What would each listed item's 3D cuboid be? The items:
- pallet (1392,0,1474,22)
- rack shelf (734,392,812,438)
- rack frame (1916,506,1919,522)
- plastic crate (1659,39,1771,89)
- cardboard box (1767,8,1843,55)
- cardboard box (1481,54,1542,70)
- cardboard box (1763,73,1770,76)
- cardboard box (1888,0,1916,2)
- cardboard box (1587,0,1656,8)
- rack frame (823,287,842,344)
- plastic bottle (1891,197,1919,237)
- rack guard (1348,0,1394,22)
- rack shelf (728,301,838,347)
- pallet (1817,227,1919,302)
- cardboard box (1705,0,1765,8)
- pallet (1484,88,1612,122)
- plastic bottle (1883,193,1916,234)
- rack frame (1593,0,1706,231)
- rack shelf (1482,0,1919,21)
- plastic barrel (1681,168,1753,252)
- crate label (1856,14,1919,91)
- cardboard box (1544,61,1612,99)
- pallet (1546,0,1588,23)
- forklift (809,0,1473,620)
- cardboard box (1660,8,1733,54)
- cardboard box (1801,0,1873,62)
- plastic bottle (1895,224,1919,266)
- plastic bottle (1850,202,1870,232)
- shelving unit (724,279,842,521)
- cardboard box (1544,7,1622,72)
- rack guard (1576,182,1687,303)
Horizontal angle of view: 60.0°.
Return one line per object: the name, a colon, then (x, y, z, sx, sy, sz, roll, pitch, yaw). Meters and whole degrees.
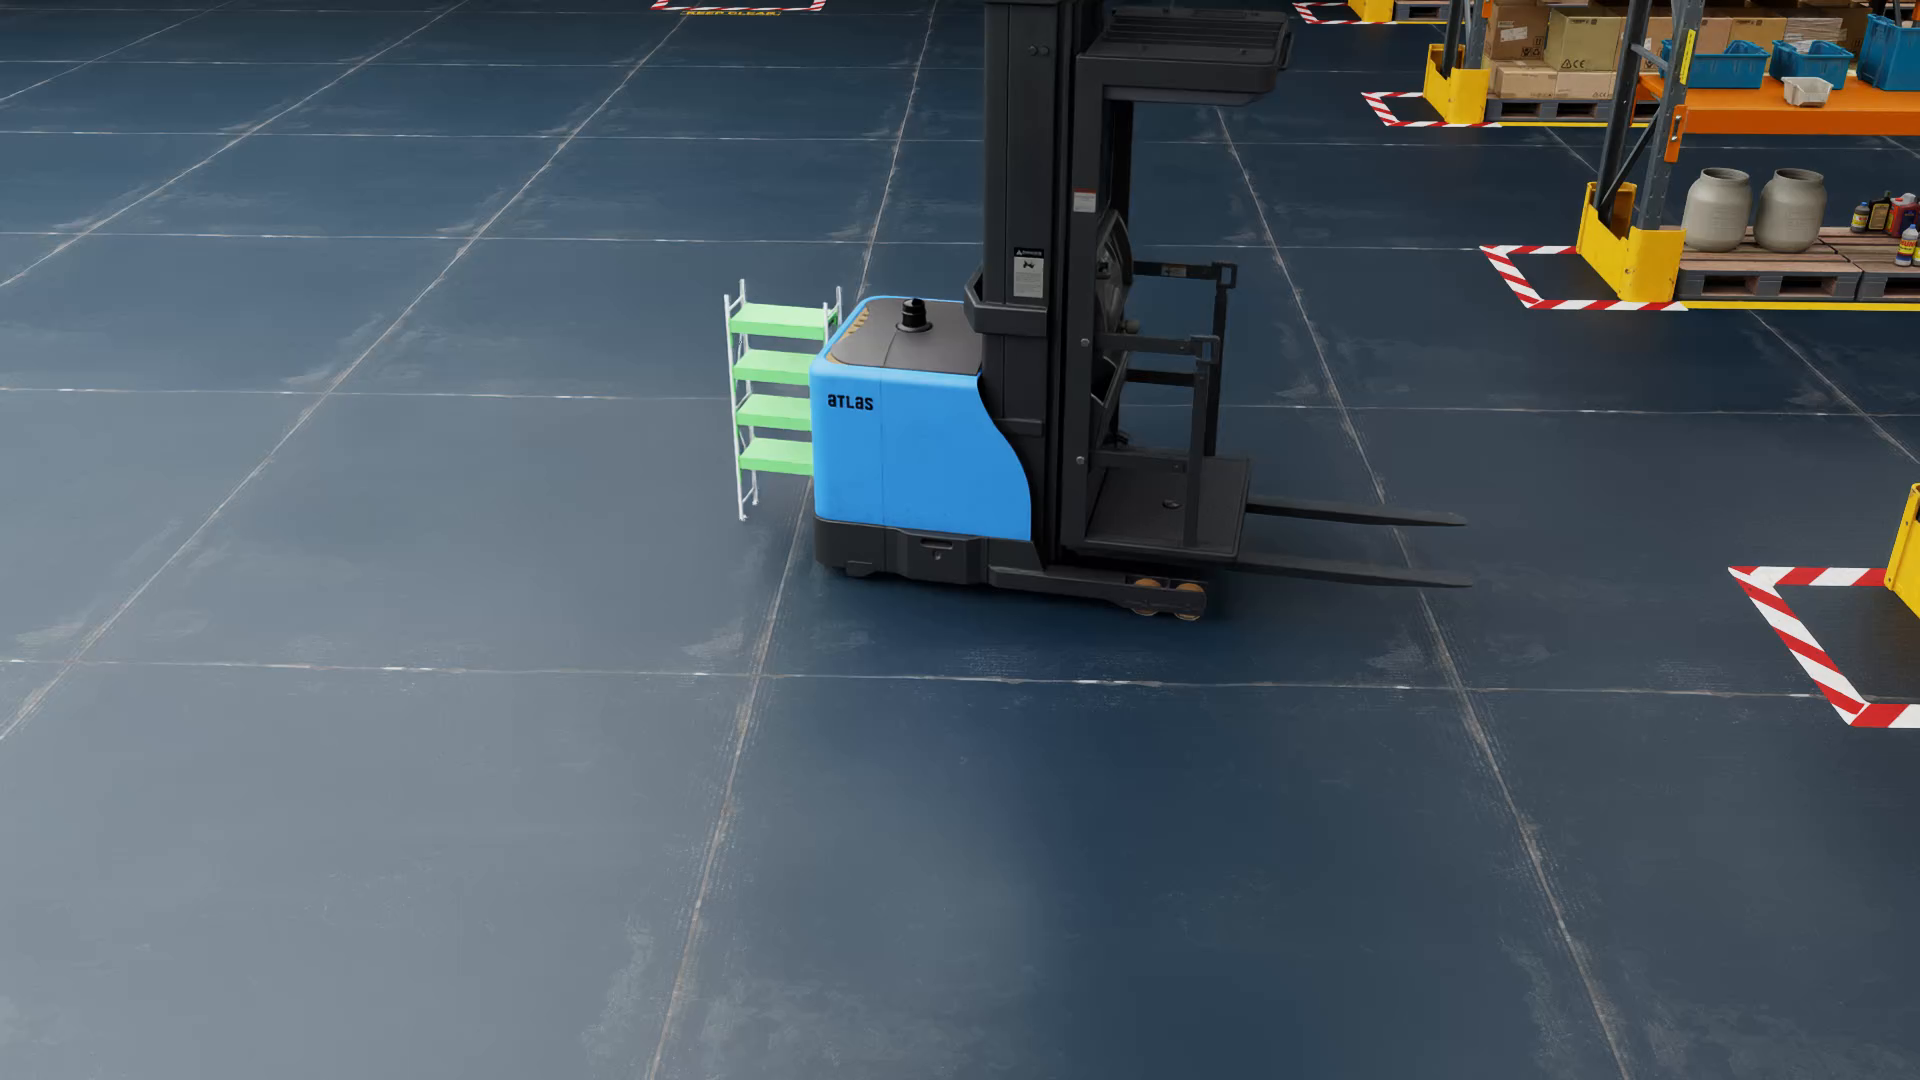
pallet: (5.858, -6.564, 20.407, 1.213, 0.211, 1.003, 1, 28, 2)
rack shelf: (-0.844, -0.600, 8.237, 0.480, 0.148, 0.258, 6, 29, 11)
rack frame: (4.447, -0.872, 6.692, 0.127, 3.000, 1.000, 1, 28, 2)
plastic crate: (5.133, -3.256, 11.349, 0.616, 0.251, 0.499, 1, 28, 2)
cardboard box: (7.828, -4.664, 15.532, 0.500, 0.500, 0.500, 1, 28, 2)
cardboard box: (5.347, -4.609, 16.229, 0.500, 0.250, 0.500, 1, 28, 2)
cardboard box: (7.327, -4.333, 15.708, 0.500, 0.250, 0.500, 1, 28, 2)
cardboard box: (11.237, -6.831, 20.132, 0.500, 0.500, 0.700, 1, 28, 2)
cardboard box: (6.347, -4.931, 16.037, 0.500, 0.500, 0.500, 1, 28, 2)
rack frame: (-0.606, -0.631, 8.160, 0.015, 1.200, 0.240, 6, 29, 11)
plastic bottle: (6.721, -2.292, 11.802, 0.133, 0.283, 0.061, 1, 28, 2)
rack guard: (5.048, -6.722, 20.396, 0.348, 0.500, 1.175, 1, 28, 2)
rack shelf: (-0.844, -1.024, 8.012, 0.480, 0.148, 0.258, 6, 29, 11)
pallet: (6.727, -1.942, 11.687, 1.213, 0.211, 1.003, 1, 28, 2)
cardboard box: (7.346, -4.915, 16.006, 0.500, 0.500, 0.500, 1, 28, 2)
pallet: (5.566, -4.284, 16.105, 1.213, 0.211, 1.003, 1, 28, 2)
plastic bottle: (6.724, -2.339, 11.898, 0.135, 0.276, 0.152, 1, 28, 2)
rack frame: (4.622, -3.190, 11.065, 0.127, 3.000, 1.000, 1, 28, 2)
rack shelf: (6.799, -5.158, 15.545, 4.000, 0.370, 1.077, 1, 28, 2)
plastic barrel: (5.282, -2.301, 11.597, 0.421, 0.512, 0.421, 0, 28, 0)
crate label: (6.471, -3.302, 11.239, 0.616, 0.435, 0.502, 1, 28, 2)
cardboard box: (5.828, -4.360, 15.759, 0.500, 0.250, 0.500, 1, 28, 2)
pallet: (7.074, -6.543, 20.367, 1.213, 0.211, 1.003, 1, 28, 2)
forklift: (0.875, -1.203, 7.390, 3.031, 2.935, 1.130, 6, 29, 11)
cardboard box: (6.828, -4.672, 15.547, 0.500, 0.500, 0.500, 1, 28, 2)
cardboard box: (8.346, -4.899, 15.975, 0.500, 0.500, 0.500, 1, 28, 2)
plastic bottle: (6.423, -2.003, 11.270, 0.097, 0.271, 0.097, 0, 28, 0)
plastic bottle: (6.473, -2.323, 11.948, 0.097, 0.201, 0.097, 0, 28, 0)
shelving unit: (-0.844, -0.656, 8.207, 0.503, 1.200, 0.258, 6, 29, 11)
cardboard box: (5.828, -4.690, 15.582, 0.500, 0.500, 0.500, 1, 28, 2)
rack guard: (4.700, -2.107, 11.690, 0.348, 0.500, 1.175, 1, 28, 2)
